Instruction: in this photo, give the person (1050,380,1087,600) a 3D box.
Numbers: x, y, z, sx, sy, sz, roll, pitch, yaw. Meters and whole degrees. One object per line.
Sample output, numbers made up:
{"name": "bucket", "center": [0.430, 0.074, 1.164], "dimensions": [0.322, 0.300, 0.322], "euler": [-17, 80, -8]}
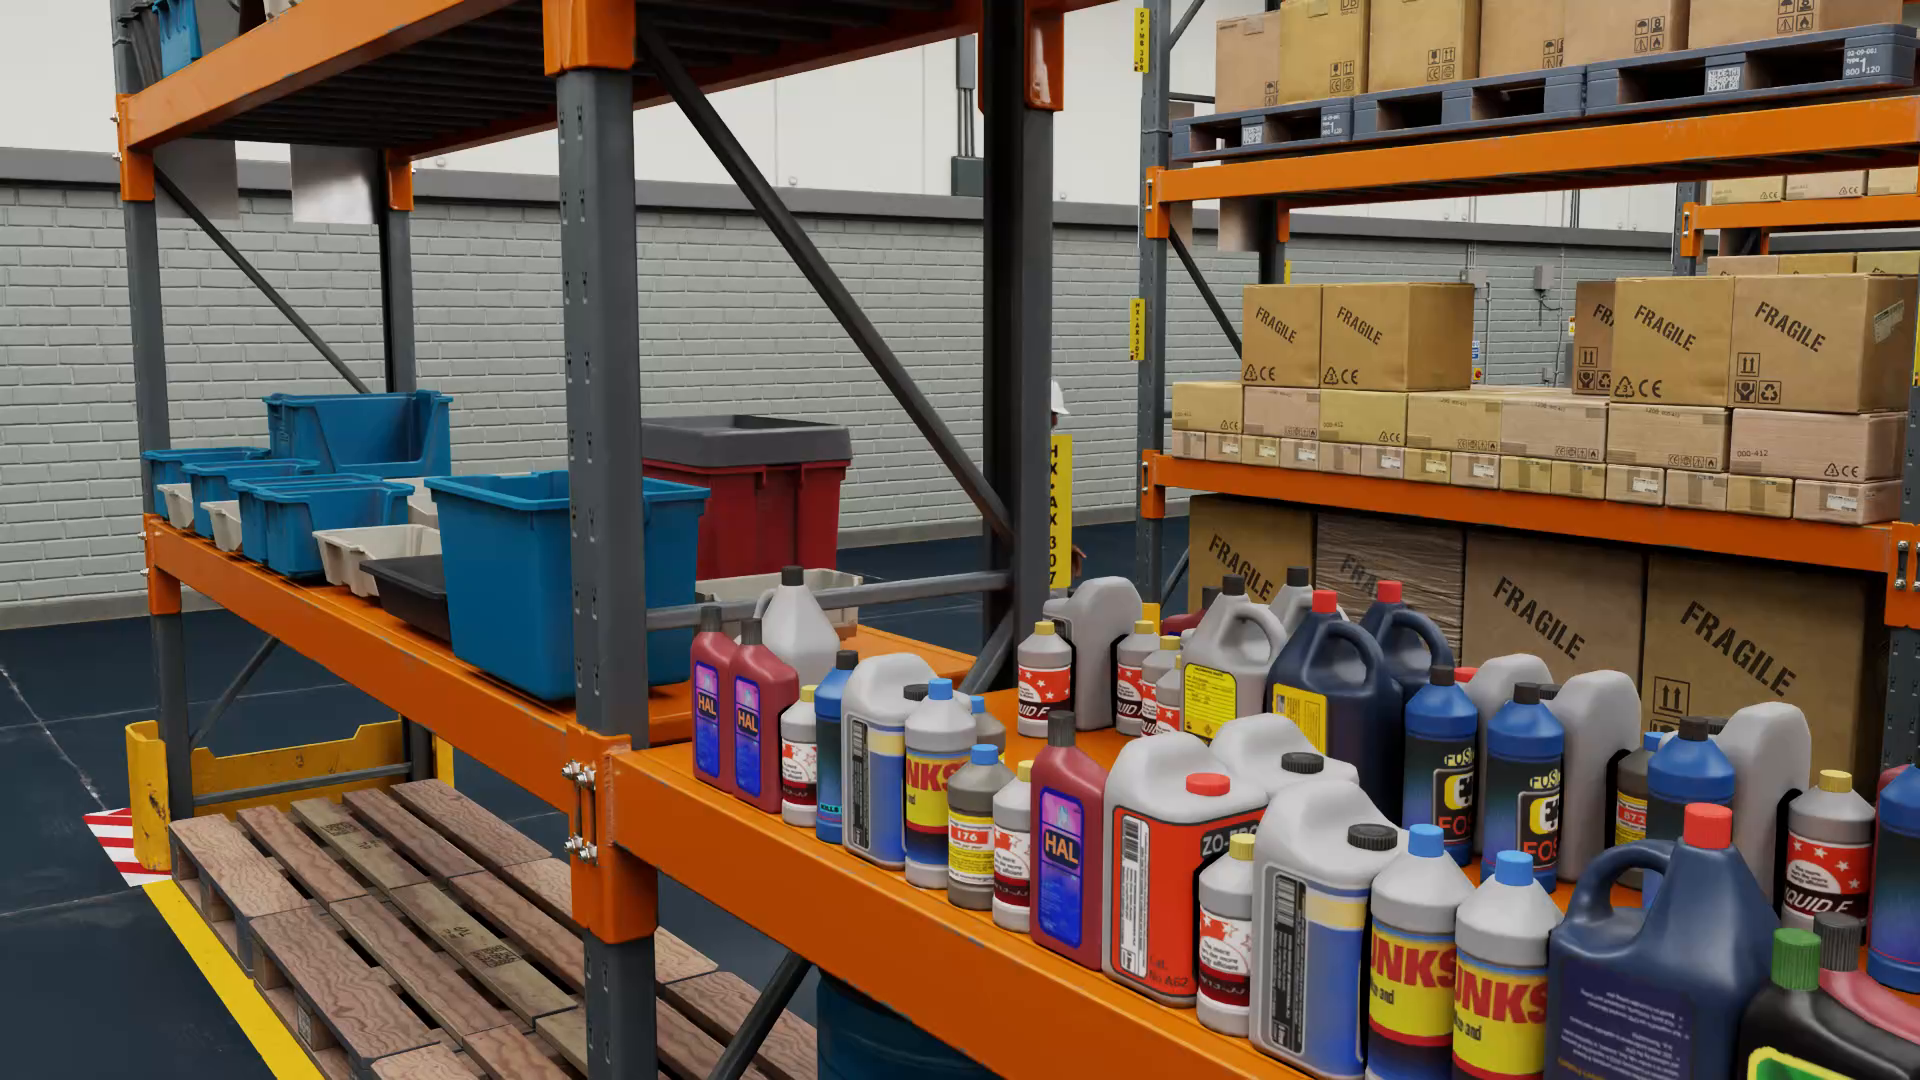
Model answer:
{"name": "person", "center": [0.371, 0.056, 8.332], "dimensions": [0.373, 1.757, 0.569], "euler": [6, 10, 40]}
